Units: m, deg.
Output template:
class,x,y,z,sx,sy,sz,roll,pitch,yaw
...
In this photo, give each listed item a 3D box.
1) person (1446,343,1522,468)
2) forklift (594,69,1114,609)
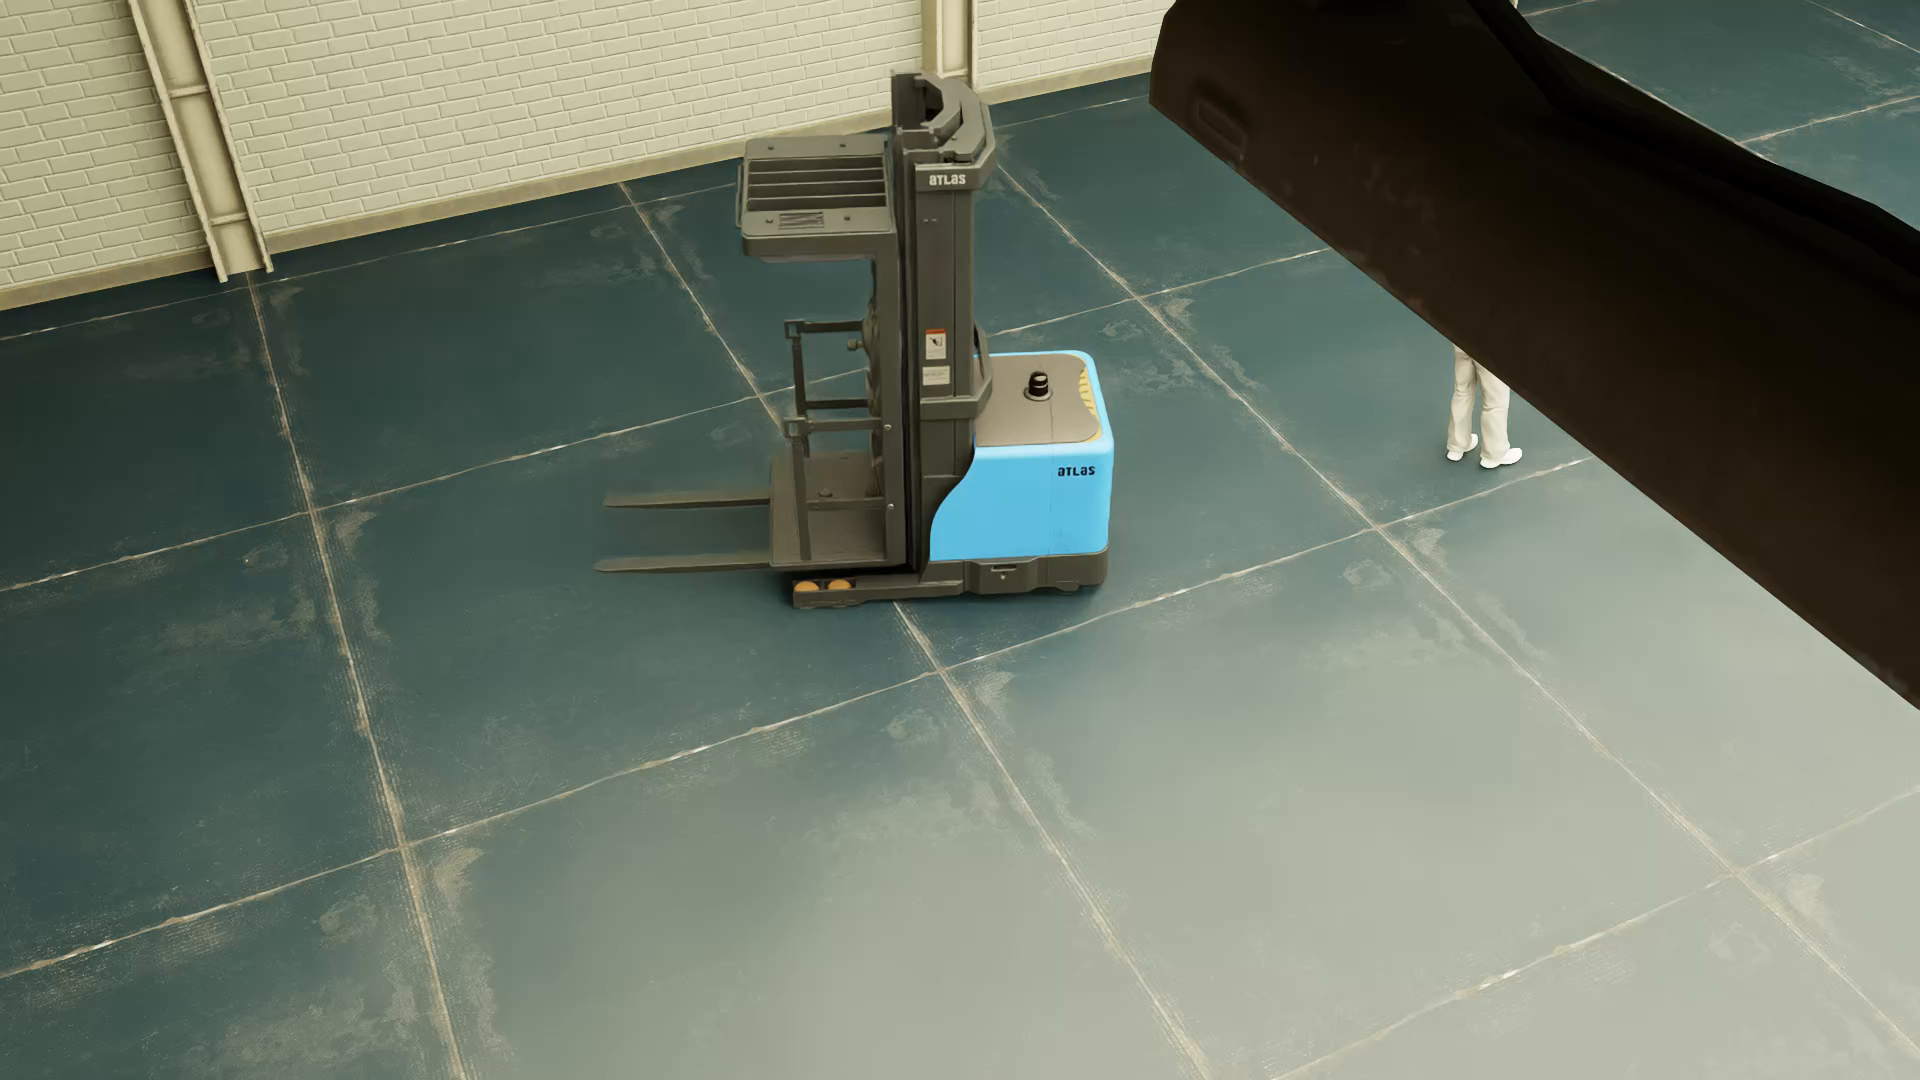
class,x,y,z,sx,sy,sz,roll,pitch,yaw
person,3.326,-1.218,10.444,0.549,1.675,0.549,-25,46,-27
forklift,-0.665,-1.069,9.297,3.031,2.935,1.130,-3,40,-3
